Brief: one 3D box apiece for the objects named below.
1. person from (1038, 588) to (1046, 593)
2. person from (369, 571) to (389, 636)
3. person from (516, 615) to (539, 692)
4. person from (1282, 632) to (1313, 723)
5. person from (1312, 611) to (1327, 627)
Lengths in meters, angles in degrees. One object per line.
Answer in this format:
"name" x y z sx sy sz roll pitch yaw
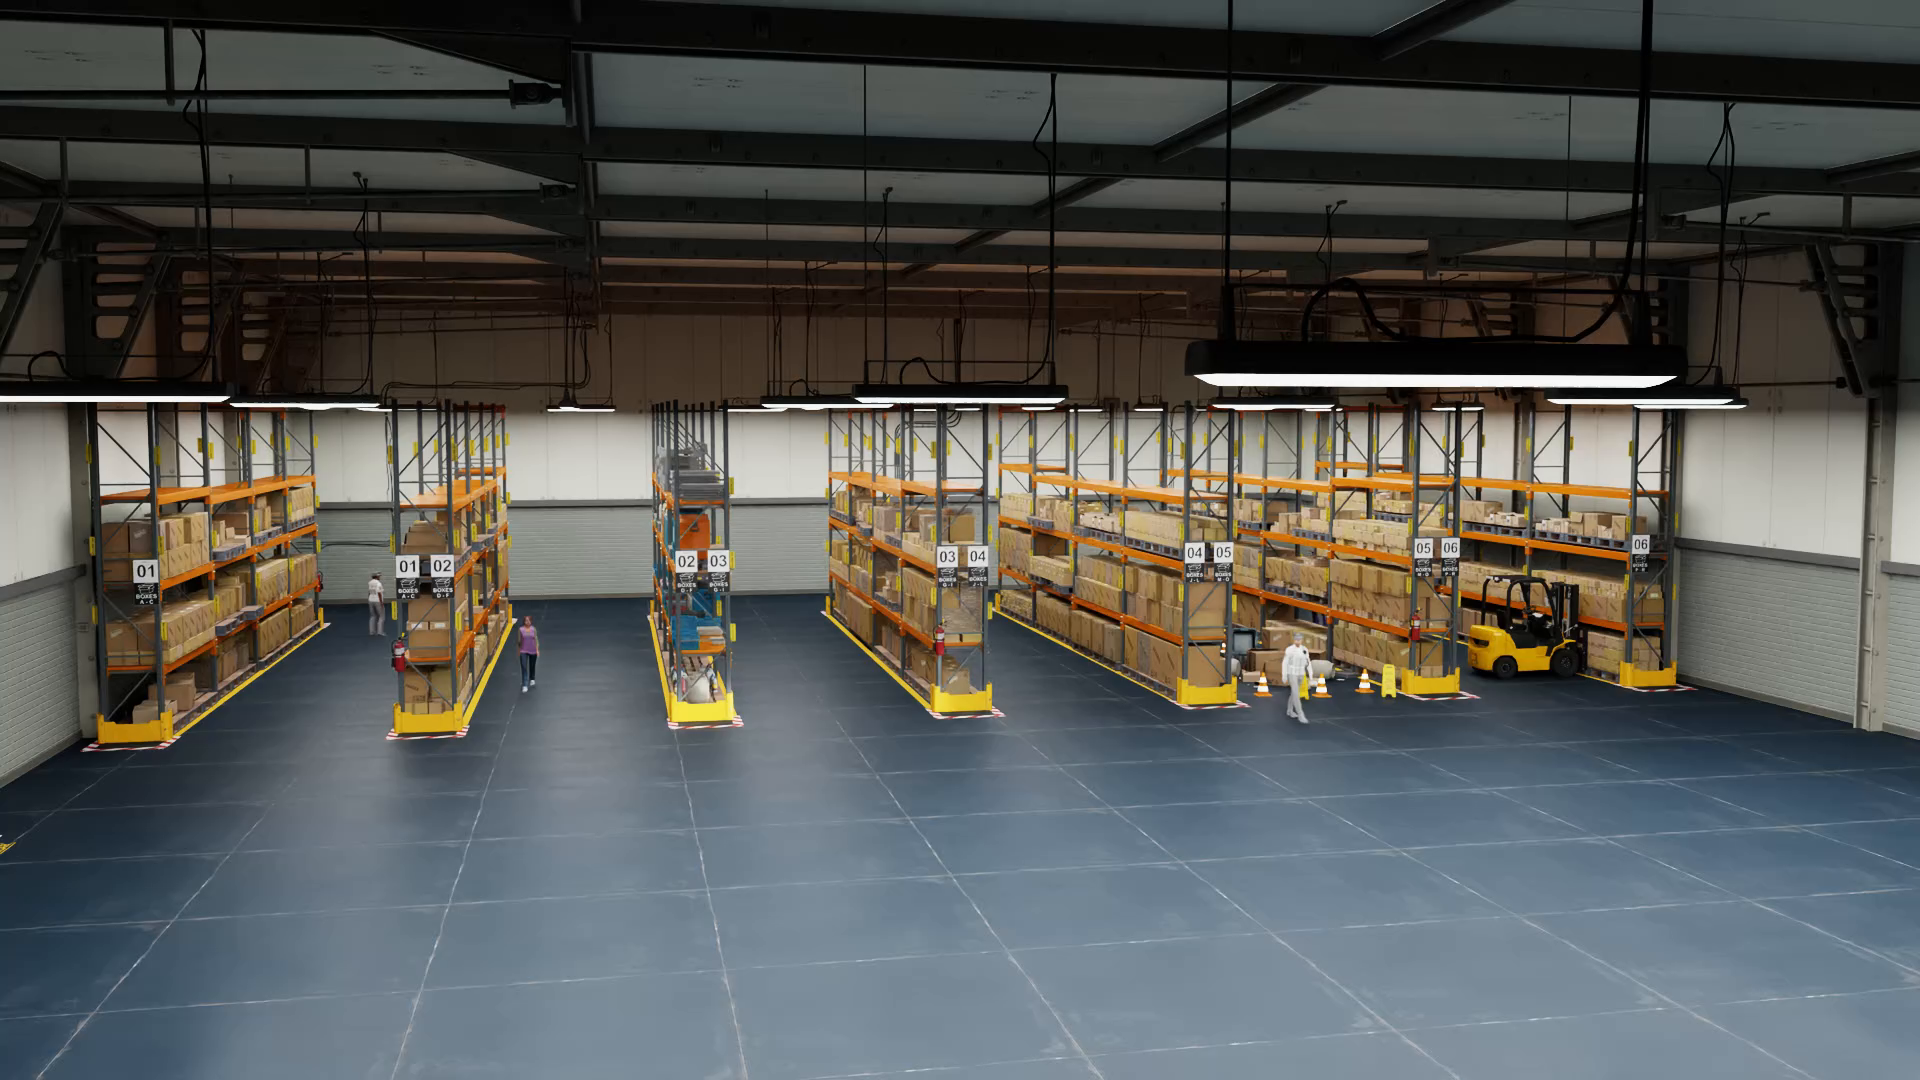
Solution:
"person" 2.548 1.093 50.502 0.446 1.584 1.063 -2 5 -28
"person" -15.125 1.672 43.065 0.539 1.715 0.390 3 5 33
"person" -8.970 2.328 34.508 0.461 1.539 0.972 -1 4 -13
"person" 6.327 2.537 31.070 0.515 1.648 0.817 -2 5 -22
"person" 9.393 1.641 43.380 0.535 1.645 0.506 -1 4 -14
